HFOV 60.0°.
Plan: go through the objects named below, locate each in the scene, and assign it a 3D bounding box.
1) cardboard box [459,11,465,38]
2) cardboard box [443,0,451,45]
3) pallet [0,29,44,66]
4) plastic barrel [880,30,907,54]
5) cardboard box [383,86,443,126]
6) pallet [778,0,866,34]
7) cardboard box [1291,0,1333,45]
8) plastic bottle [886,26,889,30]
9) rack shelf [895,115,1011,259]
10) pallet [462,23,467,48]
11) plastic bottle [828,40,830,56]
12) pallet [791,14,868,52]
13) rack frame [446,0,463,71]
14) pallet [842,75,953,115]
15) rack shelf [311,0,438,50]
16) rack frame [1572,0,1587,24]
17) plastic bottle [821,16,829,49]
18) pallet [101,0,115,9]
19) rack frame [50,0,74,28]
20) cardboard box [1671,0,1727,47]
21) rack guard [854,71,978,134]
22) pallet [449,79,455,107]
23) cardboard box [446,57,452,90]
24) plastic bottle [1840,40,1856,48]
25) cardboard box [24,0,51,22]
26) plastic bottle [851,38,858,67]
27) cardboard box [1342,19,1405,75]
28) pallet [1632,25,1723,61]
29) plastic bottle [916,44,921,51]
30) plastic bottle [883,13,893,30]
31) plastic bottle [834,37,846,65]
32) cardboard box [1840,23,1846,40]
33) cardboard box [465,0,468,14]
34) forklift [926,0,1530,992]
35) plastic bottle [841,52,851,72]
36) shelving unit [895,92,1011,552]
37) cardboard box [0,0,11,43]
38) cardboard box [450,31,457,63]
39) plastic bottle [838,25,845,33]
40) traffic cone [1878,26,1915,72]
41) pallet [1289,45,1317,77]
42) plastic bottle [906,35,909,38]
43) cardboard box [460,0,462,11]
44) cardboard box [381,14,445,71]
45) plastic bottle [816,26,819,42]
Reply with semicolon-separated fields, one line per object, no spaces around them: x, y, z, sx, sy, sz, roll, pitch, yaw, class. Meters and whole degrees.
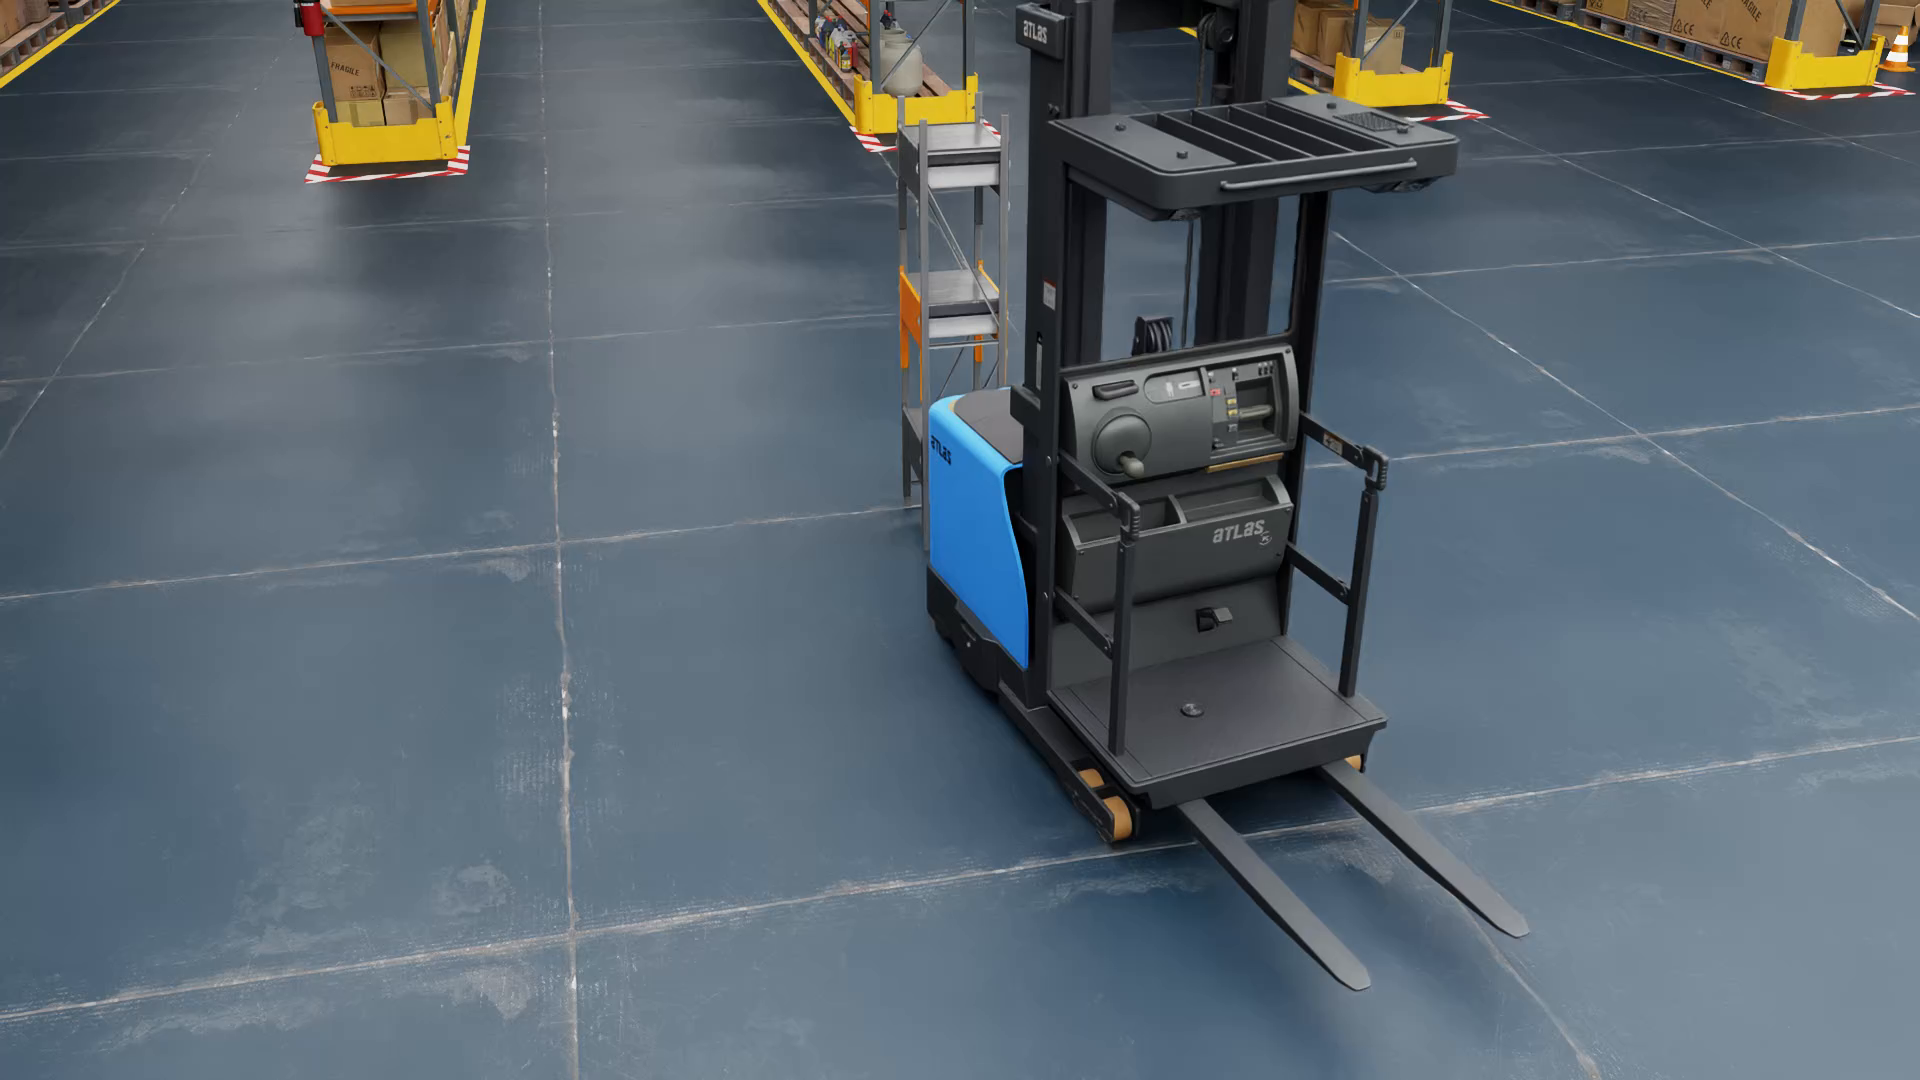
-6.053;-5.976;19.346;0.500;0.250;0.500;-5;27;-10;cardboard box
-5.671;-5.482;17.535;0.500;0.500;0.500;-6;27;-12;cardboard box
-11.370;-5.718;19.345;1.003;0.211;1.213;-6;27;-12;pallet
-0.697;-4.913;16.949;0.421;0.512;0.421;0;27;0;plastic barrel
-5.092;-4.051;15.533;0.500;0.250;0.500;-6;27;-12;cardboard box
-1.756;-6.723;21.336;1.003;0.211;1.213;-6;27;-12;pallet
3.967;-5.970;19.058;0.500;0.500;0.500;-8;28;-16;cardboard box
-0.815;-5.573;18.489;0.061;0.283;0.133;-6;27;-12;plastic bottle
-0.037;-1.623;7.612;0.431;0.518;0.480;-6;27;-12;rack shelf
-6.572;-6.201;20.300;1.003;0.211;1.213;-6;27;-12;pallet
-1.402;-5.432;18.300;0.097;0.201;0.097;0;27;0;plastic bottle
-1.478;-6.187;20.273;1.003;0.211;1.213;-6;27;-12;pallet
-6.090;-6.589;17.976;1.000;3.000;0.127;-6;27;-12;rack frame
-0.602;-4.476;16.883;1.003;0.211;1.213;-6;27;-12;pallet
-5.639;-5.390;16.399;1.077;0.370;4.000;-6;27;-12;rack shelf
8.418;-8.053;20.876;1.000;3.000;0.127;-6;27;-12;rack frame
-1.485;-5.708;18.681;0.144;0.351;0.185;-5;27;-10;plastic bottle
-12.192;-7.484;22.843;1.003;0.211;1.213;-6;27;-12;pallet
-11.816;-7.841;20.455;1.000;3.000;0.127;-6;27;-12;rack frame
8.902;-6.213;19.122;0.875;0.875;0.875;-6;27;-12;cardboard box
-0.424;-4.247;16.110;1.175;0.500;0.348;-6;27;-12;rack guard
-5.673;-4.454;16.841;1.003;0.211;1.213;-6;27;-12;pallet
-5.429;-4.710;16.838;0.500;0.250;0.500;-6;27;-12;cardboard box
10.720;-5.979;20.029;0.133;0.061;0.283;-16;31;-29;plastic bottle
-11.603;-6.610;20.304;0.700;0.500;0.500;-6;27;-11;cardboard box
-1.129;-5.205;17.759;0.061;0.283;0.133;-6;27;-12;plastic bottle
4.340;-5.185;17.502;0.500;0.500;0.500;-1;27;-2;cardboard box
8.791;-5.930;19.764;1.003;0.211;1.213;-6;27;-12;pallet
-0.466;-5.141;17.645;0.097;0.271;0.097;0;27;0;plastic bottle
-0.794;-5.767;18.798;0.144;0.351;0.185;-7;28;-14;plastic bottle
-1.264;-5.251;17.859;0.152;0.276;0.135;-7;28;-13;plastic bottle
10.600;-6.265;20.367;0.396;0.266;0.258;-1;27;-3;cardboard box
-6.405;-6.652;20.686;0.500;0.250;0.500;-5;27;-10;cardboard box
0.903;-0.427;5.842;1.130;2.935;3.031;-11;29;-21;forklift
-1.202;-5.044;17.531;0.097;0.201;0.097;0;27;0;plastic bottle
-0.037;-1.010;7.921;0.431;2.100;0.503;-6;27;-12;shelving unit
-11.338;-5.936;18.968;0.700;0.500;0.500;-6;27;-11;cardboard box
-5.772;-5.368;18.142;0.500;0.250;0.500;-6;27;-12;cardboard box
-1.335;-5.621;18.598;0.097;0.271;0.097;0;27;0;plastic bottle
10.583;-5.542;18.716;0.336;0.463;0.334;-6;27;-12;traffic cone
4.027;-5.521;18.954;1.003;0.211;1.213;-6;27;-12;pallet
-0.566;-5.335;18.031;0.097;0.271;0.097;0;27;0;plastic bottle
-6.166;-6.454;19.670;0.500;0.311;0.500;-7;28;-13;cardboard box
-5.332;-4.824;16.231;0.500;0.500;0.500;-6;27;-12;cardboard box
-1.595;-5.809;19.047;0.097;0.201;0.097;0;27;0;plastic bottle
